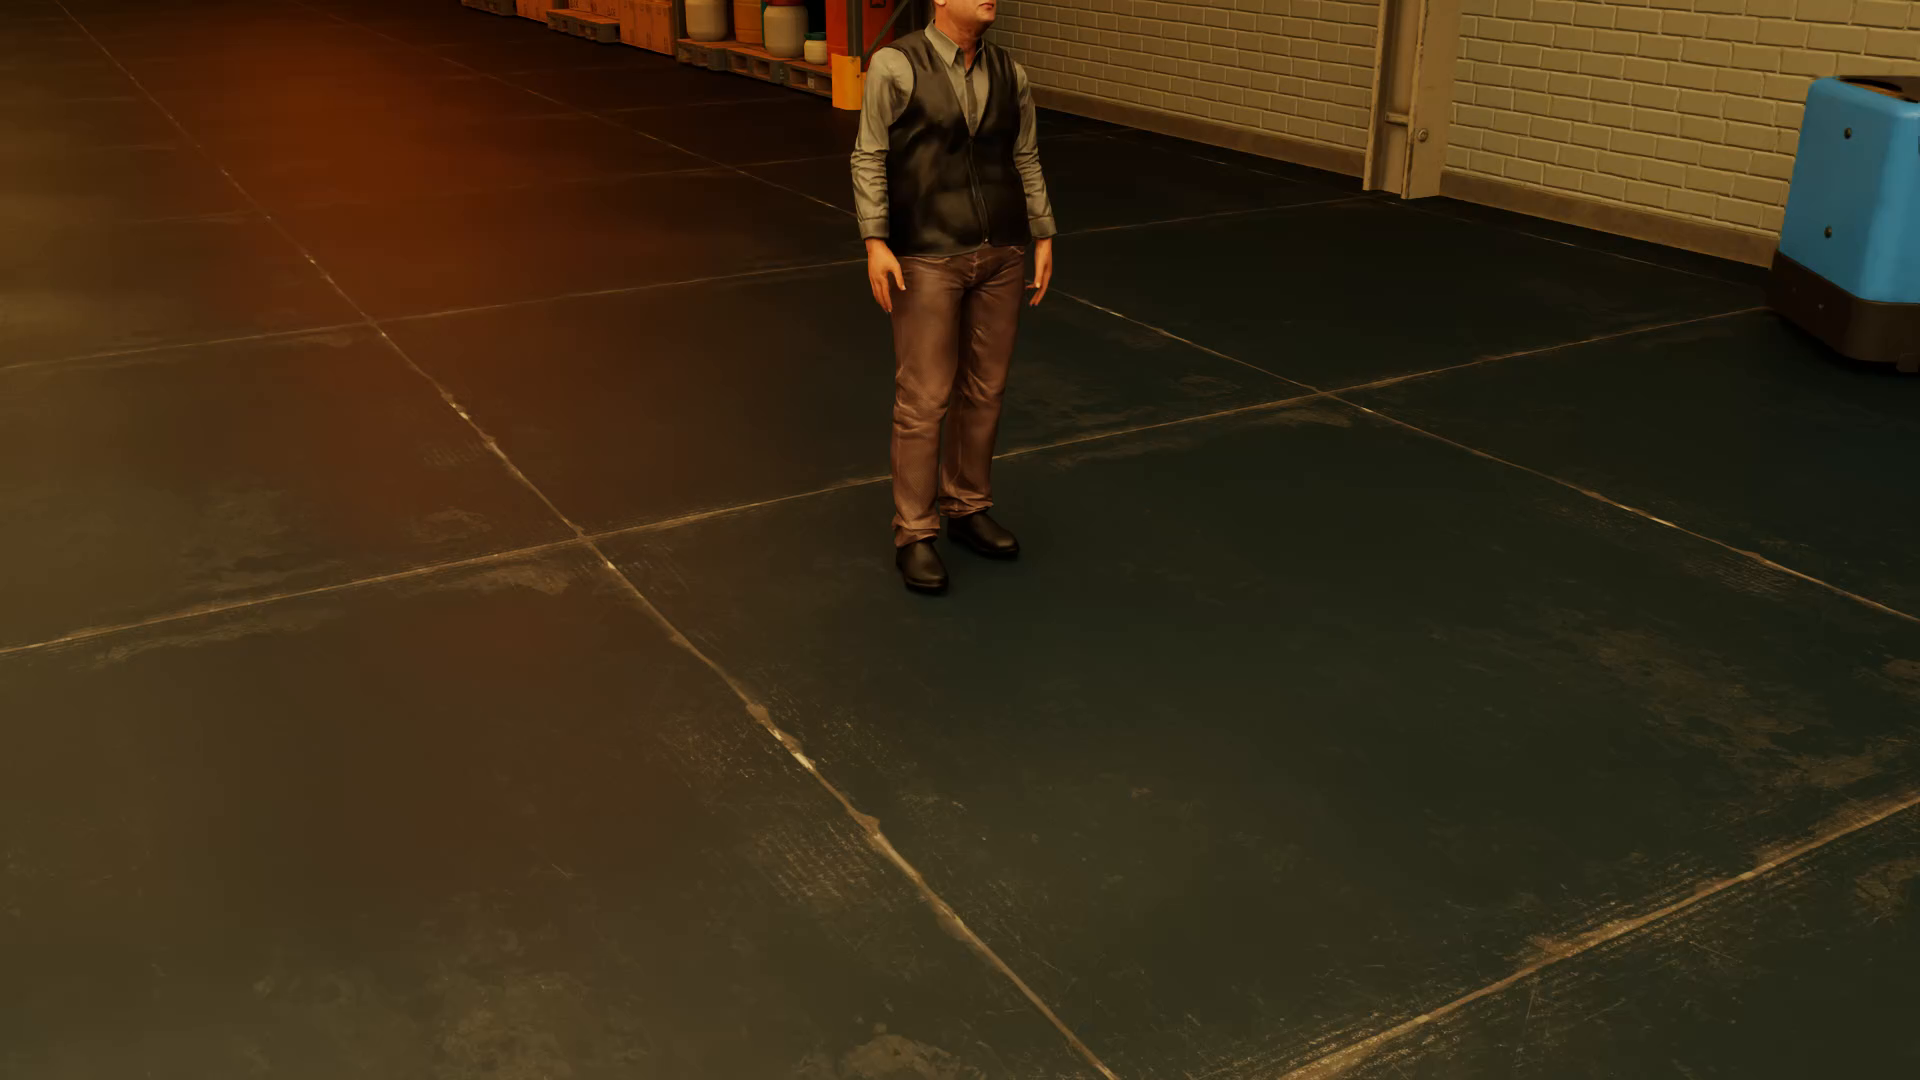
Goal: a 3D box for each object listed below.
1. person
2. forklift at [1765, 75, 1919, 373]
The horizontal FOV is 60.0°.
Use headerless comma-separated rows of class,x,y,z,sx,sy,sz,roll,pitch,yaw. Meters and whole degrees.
person,0.028,-0.779,4.745,0.632,1.720,0.552,-12,25,-28
forklift,5.141,-2.157,6.531,3.031,2.935,1.130,2,22,4
